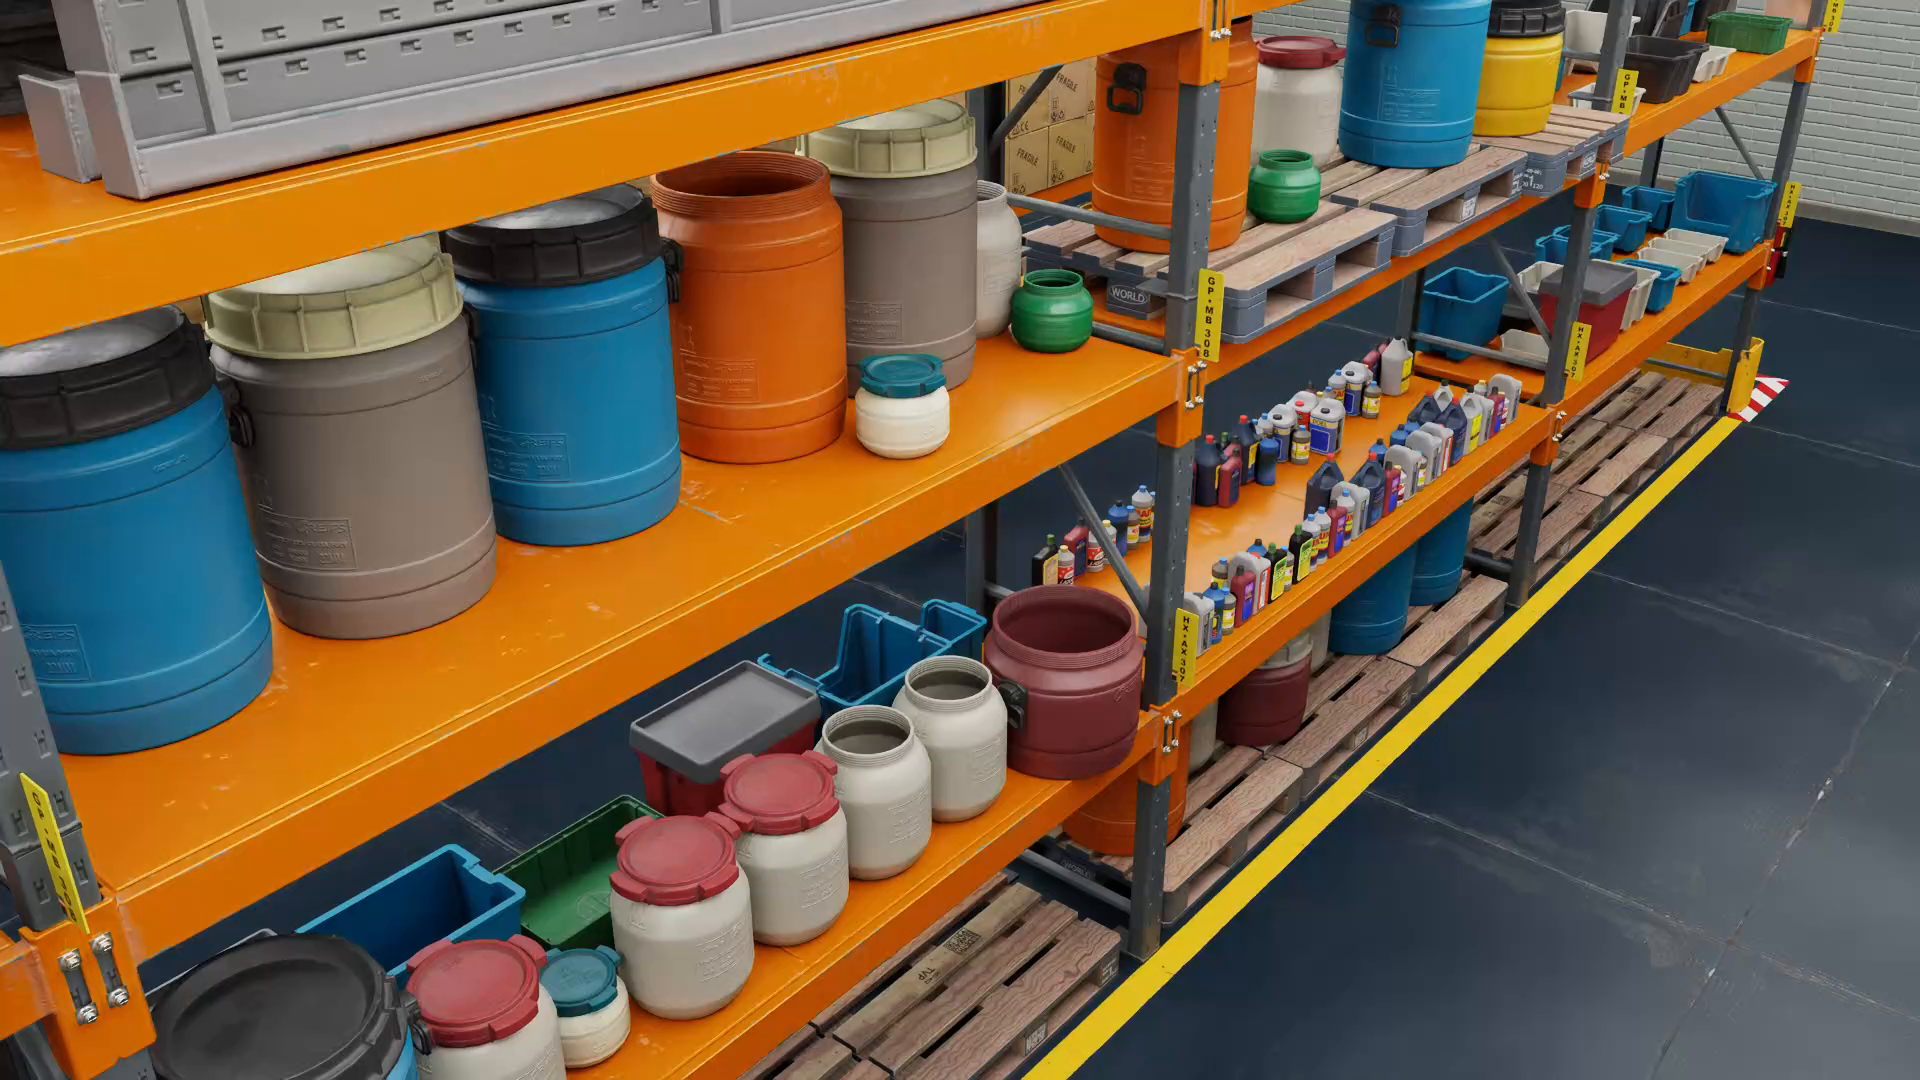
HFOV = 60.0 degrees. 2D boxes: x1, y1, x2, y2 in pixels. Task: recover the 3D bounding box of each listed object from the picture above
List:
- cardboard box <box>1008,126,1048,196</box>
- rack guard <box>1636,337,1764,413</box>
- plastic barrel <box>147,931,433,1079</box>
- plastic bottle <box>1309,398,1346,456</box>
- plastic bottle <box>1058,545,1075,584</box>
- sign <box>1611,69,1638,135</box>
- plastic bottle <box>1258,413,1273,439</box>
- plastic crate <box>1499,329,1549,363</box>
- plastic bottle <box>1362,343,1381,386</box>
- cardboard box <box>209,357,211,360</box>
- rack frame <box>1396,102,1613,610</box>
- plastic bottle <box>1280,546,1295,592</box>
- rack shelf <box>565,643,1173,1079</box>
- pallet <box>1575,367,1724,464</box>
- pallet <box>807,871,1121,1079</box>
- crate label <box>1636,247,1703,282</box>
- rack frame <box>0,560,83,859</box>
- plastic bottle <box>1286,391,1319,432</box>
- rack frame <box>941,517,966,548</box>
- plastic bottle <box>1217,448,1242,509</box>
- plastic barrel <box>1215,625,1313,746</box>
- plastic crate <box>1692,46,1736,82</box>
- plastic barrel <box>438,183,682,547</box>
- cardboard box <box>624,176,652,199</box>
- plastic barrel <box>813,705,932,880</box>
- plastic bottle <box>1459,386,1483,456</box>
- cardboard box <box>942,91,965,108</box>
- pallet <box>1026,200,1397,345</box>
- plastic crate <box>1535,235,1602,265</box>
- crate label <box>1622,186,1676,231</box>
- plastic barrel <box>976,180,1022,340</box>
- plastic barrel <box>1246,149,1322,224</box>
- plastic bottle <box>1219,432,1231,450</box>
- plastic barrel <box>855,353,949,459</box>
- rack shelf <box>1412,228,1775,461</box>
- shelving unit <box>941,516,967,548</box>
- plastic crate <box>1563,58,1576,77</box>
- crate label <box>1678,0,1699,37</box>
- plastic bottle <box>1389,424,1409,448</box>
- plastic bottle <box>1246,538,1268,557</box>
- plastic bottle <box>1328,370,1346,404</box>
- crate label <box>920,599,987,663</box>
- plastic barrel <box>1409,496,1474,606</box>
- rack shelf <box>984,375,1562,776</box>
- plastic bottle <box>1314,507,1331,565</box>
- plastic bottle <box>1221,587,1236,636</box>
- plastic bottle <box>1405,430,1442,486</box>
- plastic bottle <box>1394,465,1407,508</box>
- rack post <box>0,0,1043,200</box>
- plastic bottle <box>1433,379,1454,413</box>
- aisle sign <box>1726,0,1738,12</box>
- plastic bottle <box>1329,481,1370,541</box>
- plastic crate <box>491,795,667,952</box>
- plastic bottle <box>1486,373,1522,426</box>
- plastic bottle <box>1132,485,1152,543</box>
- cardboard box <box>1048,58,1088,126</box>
[{"bbox_3d":[0.351,-3.035,13.243,0.500,0.500,0.500,21,34,34],"label":"cardboard box"},{"bbox_3d":[5.543,-1.401,12.915,1.175,0.500,0.348,21,34,34],"label":"rack guard"},{"bbox_3d":[-1.616,1.484,4.071,0.600,0.901,0.708,21,34,34],"label":"plastic barrel"},{"bbox_3d":[1.933,-0.601,8.781,0.152,0.276,0.135,21,34,34],"label":"plastic bottle"},{"bbox_3d":[0.465,0.122,7.467,0.097,0.201,0.097,0,27,0],"label":"plastic bottle"},{"bbox_3d":[3.417,-2.256,8.572,0.100,0.325,0.005,21,34,34],"label":"sign"},{"bbox_3d":[1.574,-0.528,8.645,0.097,0.271,0.097,0,27,0],"label":"plastic bottle"},{"bbox_3d":[3.400,-1.114,9.860,0.396,0.136,0.243,21,34,34],"label":"plastic crate"},{"bbox_3d":[2.346,-0.977,9.500,0.061,0.283,0.133,21,34,34],"label":"plastic bottle"},{"bbox_3d":[-4.089,-0.812,9.152,0.500,0.311,0.500,20,34,34],"label":"cardboard box"},{"bbox_3d":[2.993,-1.081,9.575,1.000,3.000,0.127,21,34,34],"label":"rack frame"},{"bbox_3d":[1.448,0.122,7.466,0.097,0.201,0.097,0,27,0],"label":"plastic bottle"},{"bbox_3d":[-0.823,1.366,5.629,1.077,0.370,4.000,21,34,34],"label":"rack shelf"},{"bbox_3d":[4.983,-0.980,12.414,1.003,0.211,1.213,21,34,34],"label":"pallet"},{"bbox_3d":[-0.074,1.839,6.966,1.003,0.211,1.213,21,34,34],"label":"pallet"},{"bbox_3d":[4.805,-1.862,11.307,0.396,0.136,0.243,21,34,34],"label":"crate label"},{"bbox_3d":[-2.095,-0.909,2.714,1.000,3.000,0.127,21,34,34],"label":"rack frame"},{"bbox_3d":[1.816,-0.645,8.867,0.152,0.276,0.135,21,34,34],"label":"plastic bottle"},{"bbox_3d":[-0.044,-0.442,10.462,0.200,1.050,0.008,21,34,34],"label":"rack frame"},{"bbox_3d":[1.333,-0.308,8.208,0.061,0.283,0.133,21,34,34],"label":"plastic bottle"},{"bbox_3d":[1.466,0.643,8.410,0.600,0.588,0.708,21,34,34],"label":"plastic barrel"},{"bbox_3d":[4.415,-2.909,10.132,0.437,0.136,0.530,21,34,34],"label":"plastic crate"},{"bbox_3d":[-1.107,-0.507,4.656,0.600,0.901,0.708,21,34,34],"label":"plastic barrel"},{"bbox_3d":[-1.902,-2.117,11.011,0.700,0.500,0.500,12,30,22],"label":"cardboard box"},{"bbox_3d":[-0.308,0.864,5.694,0.421,0.512,0.421,0,27,0],"label":"plastic barrel"},{"bbox_3d":[2.661,-0.638,8.772,0.144,0.351,0.185,21,34,34],"label":"plastic bottle"},{"bbox_3d":[-0.310,-3.104,12.288,0.500,0.500,0.500,22,34,36],"label":"cardboard box"},{"bbox_3d":[1.011,-1.154,6.657,1.003,0.211,1.213,21,34,34],"label":"pallet"},{"bbox_3d":[4.098,-1.887,11.250,0.416,0.233,0.300,21,34,34],"label":"plastic crate"},{"bbox_3d":[5.127,-2.460,12.358,0.416,0.233,0.303,21,34,34],"label":"crate label"},{"bbox_3d":[0.015,-1.024,6.079,0.421,0.512,0.421,0,27,0],"label":"plastic barrel"},{"bbox_3d":[1.301,-1.421,6.680,0.294,0.245,0.294,0,27,0],"label":"plastic barrel"},{"bbox_3d":[1.307,-0.397,8.380,0.061,0.283,0.133,21,34,34],"label":"plastic bottle"},{"bbox_3d":[-0.180,-0.415,5.173,0.301,0.262,0.301,0,27,0],"label":"plastic barrel"},{"bbox_3d":[4.266,-1.471,11.111,1.077,0.370,4.000,21,34,34],"label":"rack shelf"},{"bbox_3d":[0.034,-0.485,10.545,0.215,1.050,0.252,21,34,34],"label":"shelving unit"},{"bbox_3d":[3.509,-2.859,10.033,0.293,0.136,0.466,21,34,34],"label":"plastic crate"},{"bbox_3d":[4.702,-3.533,11.212,0.408,0.251,0.502,21,34,34],"label":"crate label"},{"bbox_3d":[2.245,-0.464,8.522,0.097,0.271,0.097,0,27,0],"label":"plastic bottle"},{"bbox_3d":[1.316,0.120,7.393,0.097,0.271,0.097,0,27,0],"label":"plastic bottle"},{"bbox_3d":[2.077,-0.808,9.188,0.097,0.271,0.097,0,27,0],"label":"plastic bottle"},{"bbox_3d":[-0.108,0.451,6.795,0.303,0.233,0.416,21,34,34],"label":"crate label"},{"bbox_3d":[2.634,-0.148,9.598,0.600,0.901,0.708,21,34,34],"label":"plastic barrel"},{"bbox_3d":[1.721,-0.053,8.370,1.077,0.370,4.000,21,34,34],"label":"rack shelf"},{"bbox_3d":[1.657,-0.026,7.675,0.097,0.271,0.097,0,27,0],"label":"plastic bottle"},{"bbox_3d":[1.131,0.299,7.124,0.097,0.201,0.097,0,27,0],"label":"plastic bottle"},{"bbox_3d":[2.353,-0.436,8.463,0.152,0.276,0.135,21,34,34],"label":"plastic bottle"},{"bbox_3d":[2.153,-0.271,8.226,0.097,0.201,0.097,0,27,0],"label":"plastic bottle"},{"bbox_3d":[-0.909,-1.721,4.066,1.013,1.000,3.121,21,34,34],"label":"rack post"},{"bbox_3d":[2.550,-0.680,8.853,0.144,0.351,0.185,21,34,34],"label":"plastic bottle"},{"bbox_3d":[5.354,-3.766,11.937,0.394,0.787,0.004,21,34,34],"label":"aisle sign"},{"bbox_3d":[1.856,-0.159,7.927,0.152,0.276,0.135,21,34,34],"label":"plastic bottle"},{"bbox_3d":[-1.205,1.149,5.494,0.450,0.188,0.662,21,34,34],"label":"plastic crate"},{"bbox_3d":[2.992,-0.792,9.151,0.152,0.276,0.135,21,34,34],"label":"plastic bottle"},{"bbox_3d":[0.859,-0.129,7.876,0.097,0.271,0.097,0,27,0],"label":"plastic bottle"},{"bbox_3d":[0.673,-3.652,13.348,0.500,0.500,0.500,22,35,36],"label":"cardboard box"}]
